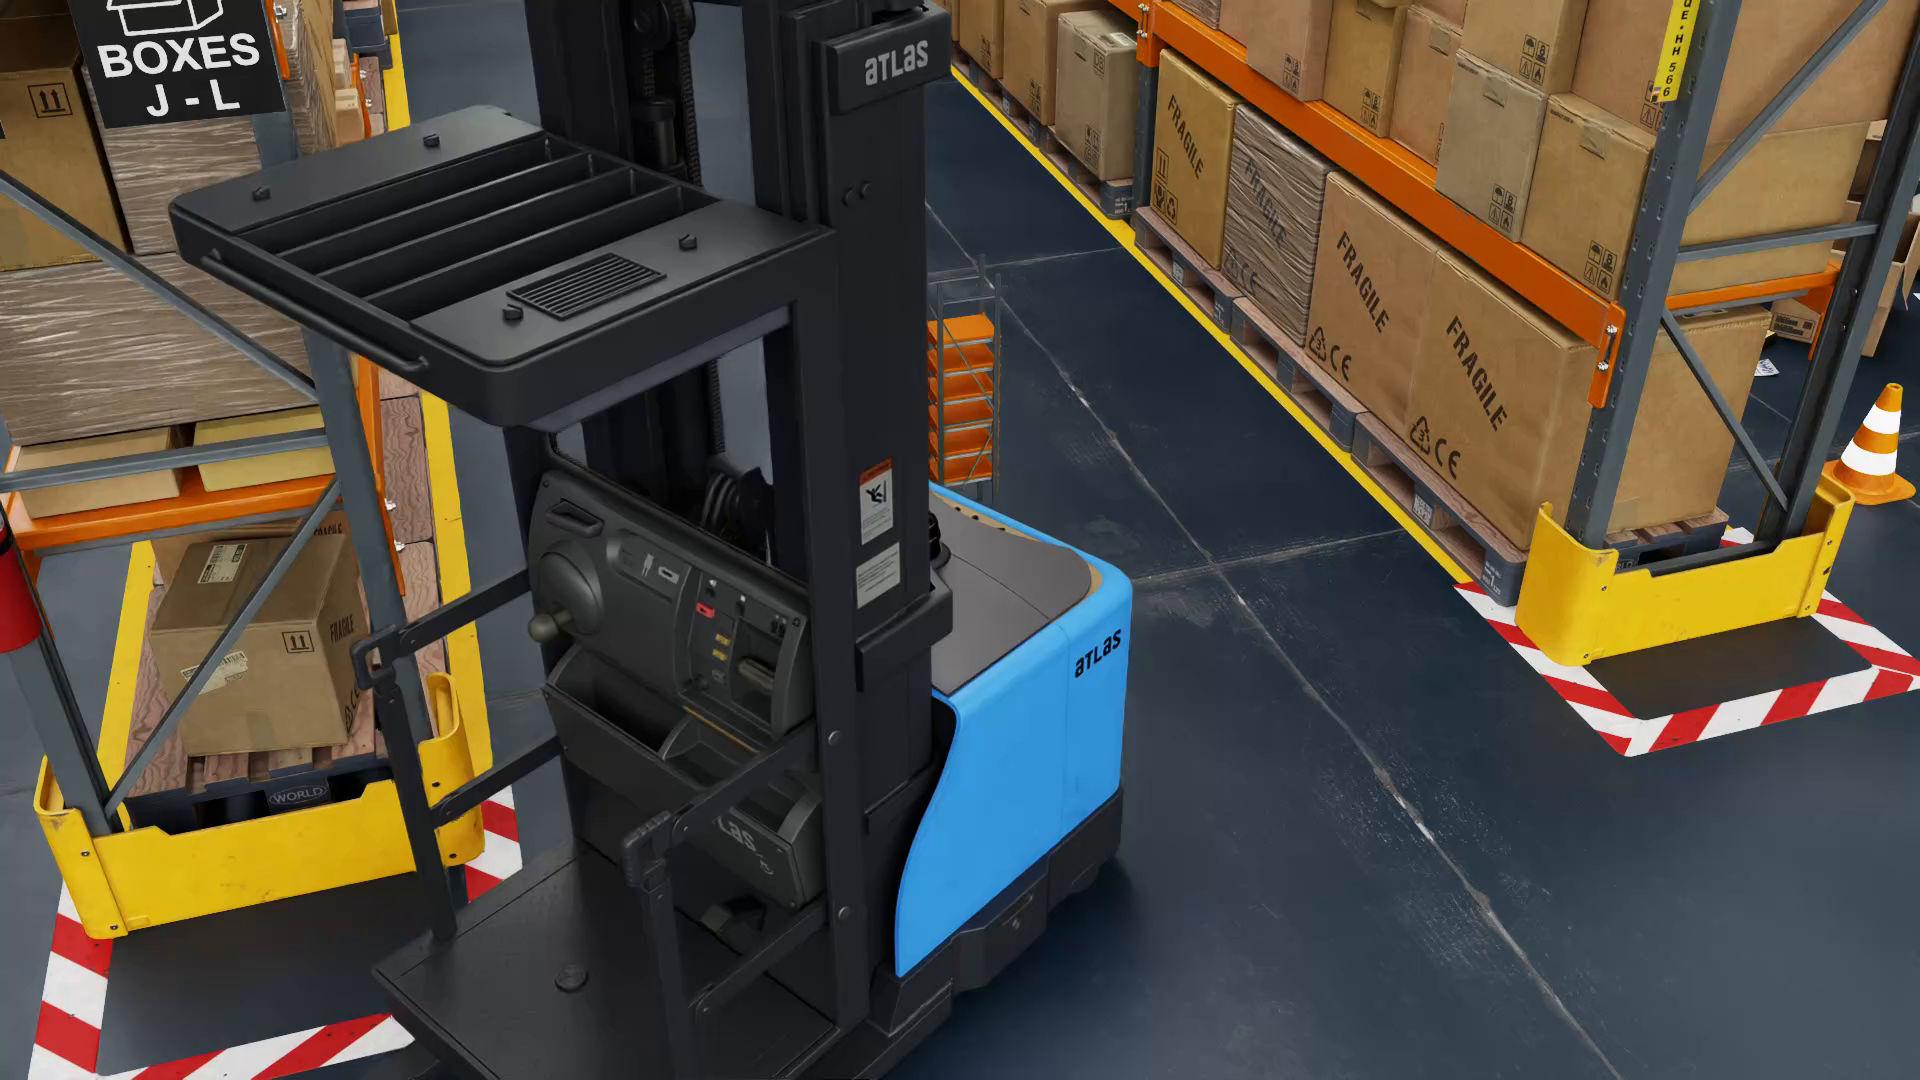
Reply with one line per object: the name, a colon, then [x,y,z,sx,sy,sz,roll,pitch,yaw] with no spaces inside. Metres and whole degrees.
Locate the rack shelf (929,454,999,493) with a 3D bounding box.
rack shelf: [0.004,-0.256,6.565,0.258,0.103,0.180,-10,35,-15]

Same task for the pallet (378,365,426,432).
pallet: [-3.058,-0.791,7.756,1.003,0.211,1.213,-10,35,-15]

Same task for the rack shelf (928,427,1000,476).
rack shelf: [0.004,-0.356,6.498,0.258,0.103,0.180,-10,35,-15]

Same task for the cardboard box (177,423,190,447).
cardboard box: [-2.436,-0.343,4.776,0.380,0.149,0.250,-10,35,-15]

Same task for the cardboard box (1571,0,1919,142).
cardboard box: [2.601,-1.697,5.481,0.875,0.550,0.550,-10,35,-15]

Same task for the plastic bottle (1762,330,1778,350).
plastic bottle: [3.891,-1.032,8.257,0.133,0.061,0.283,-23,40,-31]

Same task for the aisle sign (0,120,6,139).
aisle sign: [-2.344,-1.203,3.491,0.394,0.787,0.004,-10,35,-15]

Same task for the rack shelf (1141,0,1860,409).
rack shelf: [2.068,-1.732,7.303,1.077,0.370,4.000,-10,35,-15]

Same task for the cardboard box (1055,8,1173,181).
cardboard box: [1.183,-2.630,9.669,1.050,0.750,0.750,-10,35,-15]

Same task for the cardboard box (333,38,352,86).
cardboard box: [-2.951,-2.133,7.485,0.380,0.149,0.250,-10,35,-15]

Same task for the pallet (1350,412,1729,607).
pallet: [2.359,-0.226,6.900,1.003,0.211,1.213,-10,35,-15]

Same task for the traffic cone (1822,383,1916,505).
traffic cone: [3.868,-0.442,6.998,0.336,0.463,0.334,-10,35,-15]

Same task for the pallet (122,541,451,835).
pallet: [-2.314,0.490,5.817,1.003,0.211,1.213,-10,35,-15]

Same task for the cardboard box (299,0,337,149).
cardboard box: [-2.131,-1.383,4.854,0.500,0.500,0.500,-10,35,-15]

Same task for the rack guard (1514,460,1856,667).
rack guard: [2.685,0.073,6.186,1.175,0.500,0.348,-10,35,-15]

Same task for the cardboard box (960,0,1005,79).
cardboard box: [0.607,-3.626,11.176,1.050,0.750,0.750,-9,35,-14]

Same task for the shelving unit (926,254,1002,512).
shelving unit: [0.004,-0.493,6.408,0.258,1.200,0.189,-10,35,-15]

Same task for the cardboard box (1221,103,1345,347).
cardboard box: [1.861,-1.557,7.931,0.875,0.875,0.875,-10,35,-14]

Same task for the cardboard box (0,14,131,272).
cardboard box: [-2.480,-1.031,4.323,0.500,0.500,0.500,-10,35,-15]

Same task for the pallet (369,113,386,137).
pallet: [-3.912,-2.188,9.870,1.003,0.211,1.213,-10,35,-15]

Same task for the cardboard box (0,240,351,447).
cardboard box: [-2.218,-0.660,4.668,0.875,0.500,0.500,-10,35,-15]

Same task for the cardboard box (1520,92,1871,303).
cardboard box: [2.521,-1.232,5.758,0.875,0.550,0.550,-10,35,-15]

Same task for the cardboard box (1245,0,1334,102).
cardboard box: [1.823,-2.365,7.472,0.875,0.550,0.550,-10,35,-15]

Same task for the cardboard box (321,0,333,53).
cardboard box: [-2.443,-1.906,5.647,0.500,0.500,0.500,-10,35,-15]

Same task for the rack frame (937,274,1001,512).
rack frame: [0.032,-0.445,6.335,0.240,1.200,0.006,-10,35,-15]

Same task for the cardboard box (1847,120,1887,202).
cardboard box: [5.172,-2.135,9.525,0.500,0.500,0.500,13,36,18]

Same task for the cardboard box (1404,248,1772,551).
cardboard box: [2.408,-0.616,6.508,0.875,0.875,0.875,-10,35,-14]

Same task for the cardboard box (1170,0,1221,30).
cardboard box: [1.581,-2.953,8.362,0.875,0.550,0.550,-10,35,-15]

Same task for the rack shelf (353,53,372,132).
rack shelf: [-3.907,-3.051,9.299,1.077,0.370,4.000,-10,35,-15]

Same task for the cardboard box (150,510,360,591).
cardboard box: [-2.466,0.028,5.874,0.500,0.500,0.500,-1,33,-2]

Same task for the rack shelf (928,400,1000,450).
rack shelf: [0.004,-0.456,6.432,0.258,0.103,0.180,-10,35,-15]

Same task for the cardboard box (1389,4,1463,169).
cardboard box: [2.282,-1.832,6.666,0.875,0.550,0.550,-10,35,-15]

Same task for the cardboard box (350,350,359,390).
cardboard box: [-2.057,-0.554,5.096,0.380,0.149,0.250,-10,35,-15]

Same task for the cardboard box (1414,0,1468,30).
cardboard box: [2.304,-2.287,6.374,0.875,0.550,0.550,-10,35,-15]

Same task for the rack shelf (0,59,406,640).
rack shelf: [-2.687,-0.951,6.121,1.077,0.370,4.000,-10,35,-15]

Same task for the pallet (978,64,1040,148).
pallet: [0.775,-2.953,11.028,1.003,0.211,1.213,-10,35,-15]

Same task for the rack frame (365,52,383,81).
rack frame: [-4.517,-4.401,10.690,1.000,3.000,0.127,-10,35,-15]

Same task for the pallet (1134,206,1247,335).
pallet: [1.615,-1.507,8.839,1.003,0.211,1.213,-10,35,-15]

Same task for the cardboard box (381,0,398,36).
cardboard box: [-4.708,-4.056,11.714,1.225,0.875,0.875,-12,35,-17]

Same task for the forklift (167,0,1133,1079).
forklift: [-0.843,0.207,3.778,1.130,2.935,3.031,26,41,33]

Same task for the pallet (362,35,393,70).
pallet: [-4.686,-3.665,12.104,1.003,0.211,1.213,-10,35,-15]

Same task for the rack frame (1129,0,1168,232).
rack frame: [1.458,-3.082,8.694,1.000,3.000,0.127,-10,35,-15]

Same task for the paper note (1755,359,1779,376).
paper note: [3.829,-0.830,7.980,0.144,0.017,0.142,1,33,2]

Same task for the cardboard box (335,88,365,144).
cardboard box: [-2.683,-1.746,6.900,0.380,0.149,0.250,-10,35,-15]
